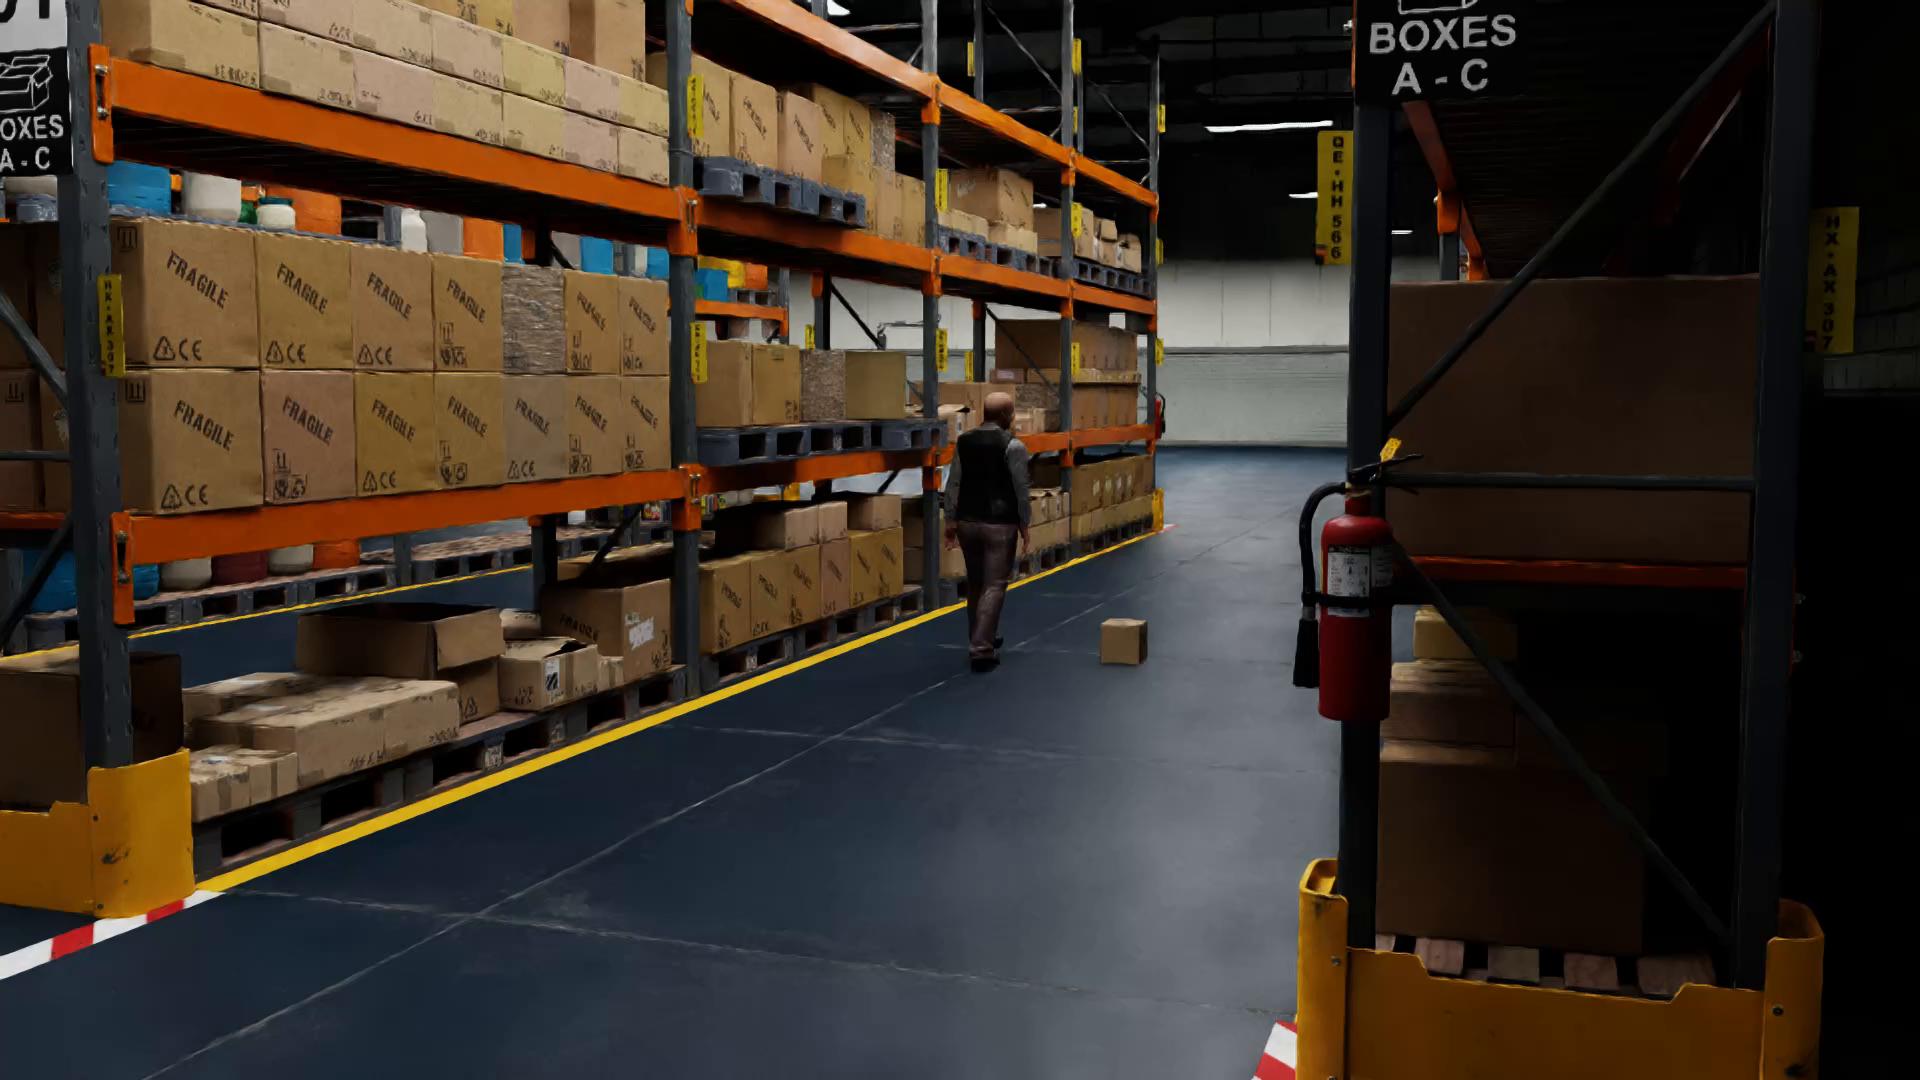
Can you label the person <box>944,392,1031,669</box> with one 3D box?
[{"bbox_3d":[0.208,-0.079,10.463,0.568,1.704,0.784,4,6,35],"label":"person"}]
